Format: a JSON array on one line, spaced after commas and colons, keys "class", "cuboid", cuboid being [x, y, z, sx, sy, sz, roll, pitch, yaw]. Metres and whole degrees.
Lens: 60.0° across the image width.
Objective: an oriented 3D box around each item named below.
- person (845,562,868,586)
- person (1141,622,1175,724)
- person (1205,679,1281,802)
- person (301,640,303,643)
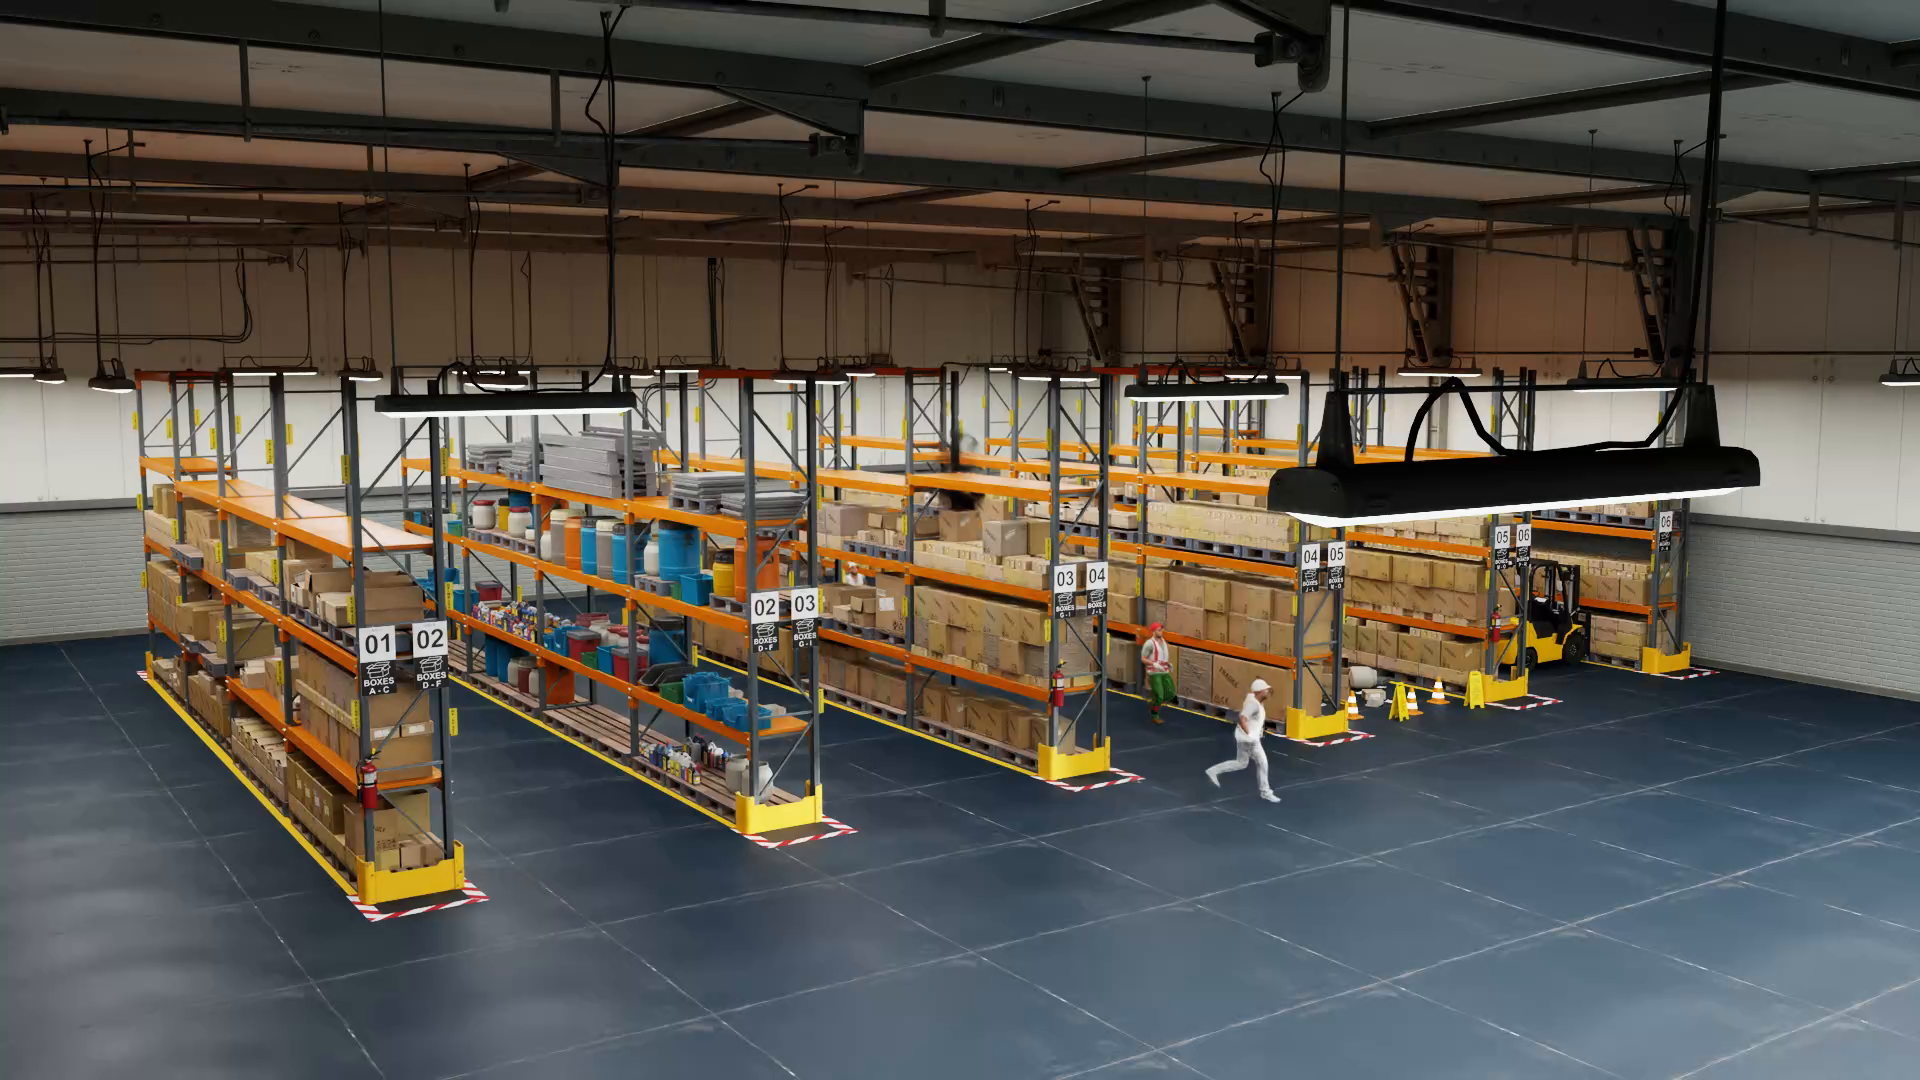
[{"class": "person", "cuboid": [-2.279, 1.350, 36.532, 0.689, 1.740, 0.652, -3, 7, -24]}, {"class": "person", "cuboid": [3.400, 2.266, 28.352, 0.649, 1.740, 0.603, -5, 8, -37]}, {"class": "person", "cuboid": [4.011, 2.830, 23.469, 1.074, 1.771, 0.679, 0, 6, 4]}, {"class": "person", "cuboid": [-12.543, 1.909, 32.043, 0.536, 1.607, 0.781, -6, 9, -43]}]
